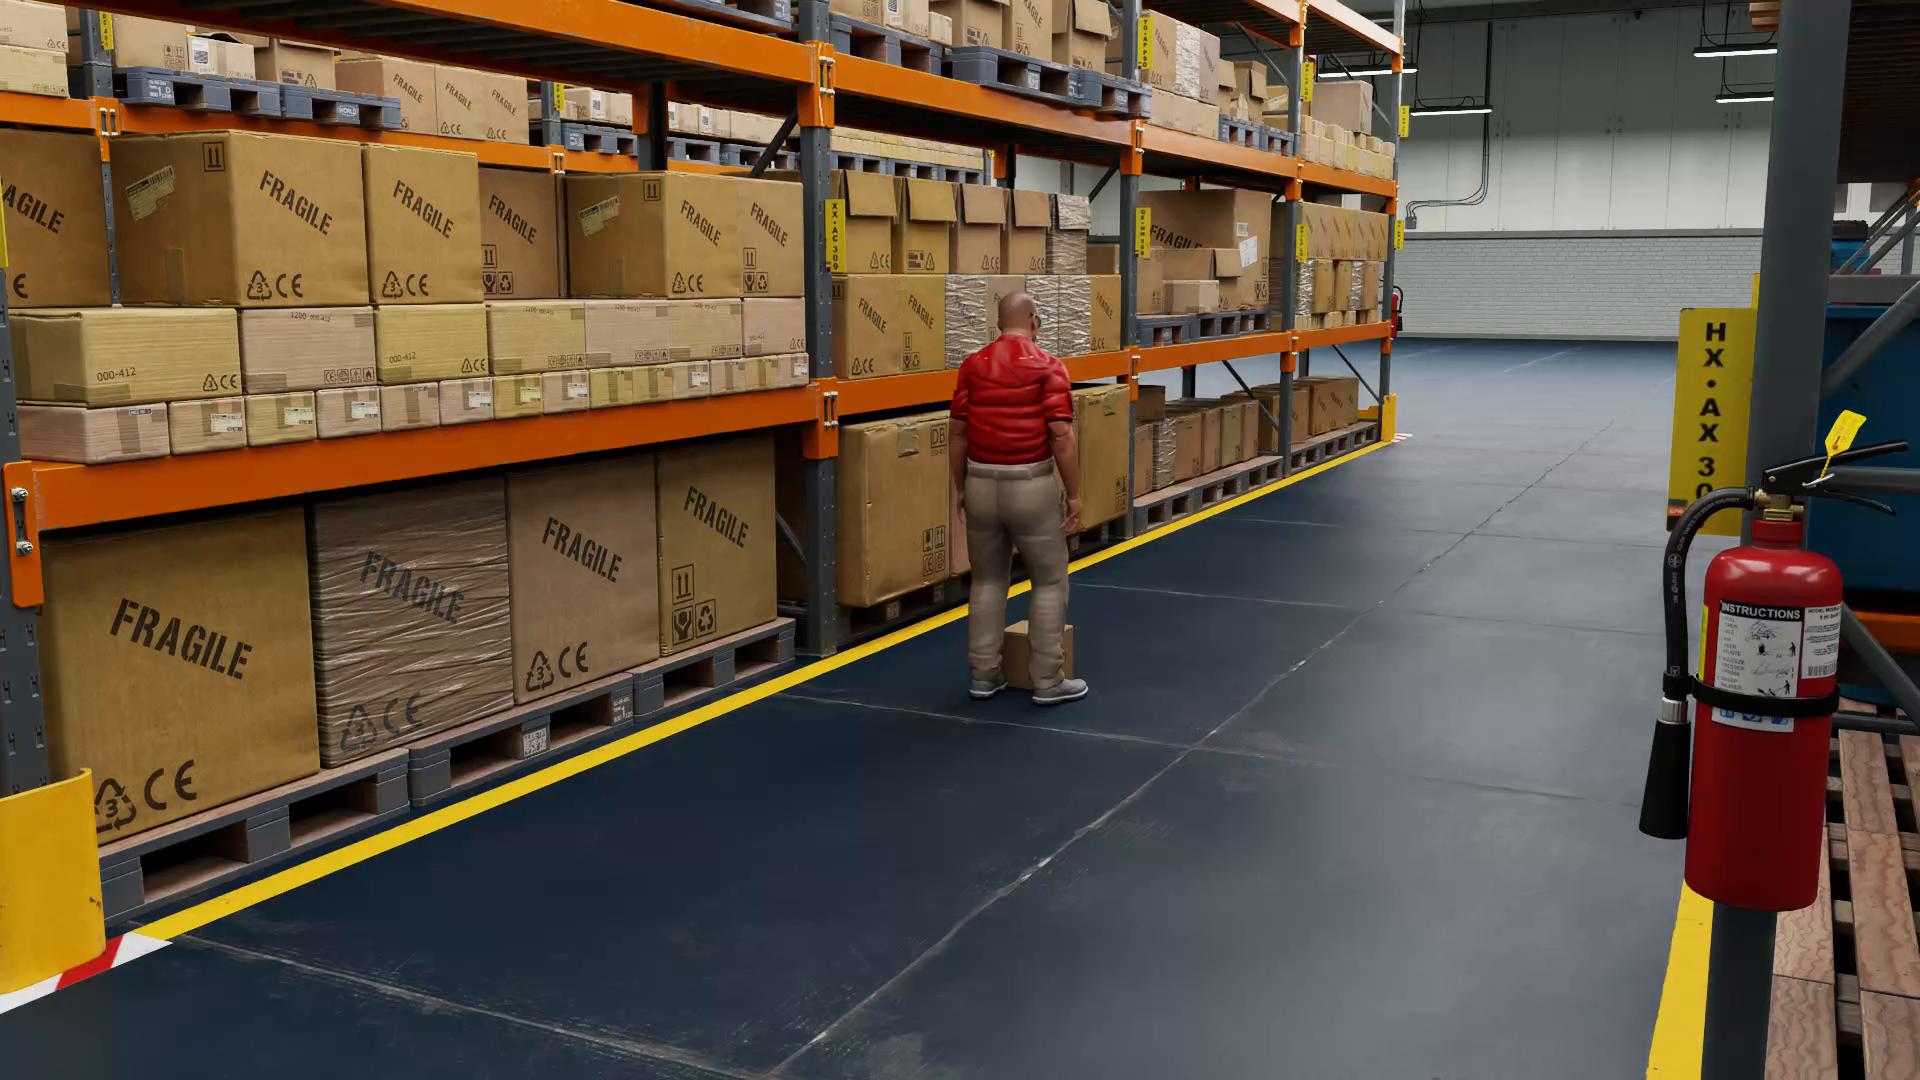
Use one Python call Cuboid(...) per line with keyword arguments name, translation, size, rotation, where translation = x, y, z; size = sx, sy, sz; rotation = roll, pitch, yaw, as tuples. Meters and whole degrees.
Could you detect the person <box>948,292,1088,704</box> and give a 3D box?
Cuboid(name="person", translation=(0.237, -0.180, 7.046), size=(0.585, 1.726, 0.396), rotation=(4, 10, 26))
